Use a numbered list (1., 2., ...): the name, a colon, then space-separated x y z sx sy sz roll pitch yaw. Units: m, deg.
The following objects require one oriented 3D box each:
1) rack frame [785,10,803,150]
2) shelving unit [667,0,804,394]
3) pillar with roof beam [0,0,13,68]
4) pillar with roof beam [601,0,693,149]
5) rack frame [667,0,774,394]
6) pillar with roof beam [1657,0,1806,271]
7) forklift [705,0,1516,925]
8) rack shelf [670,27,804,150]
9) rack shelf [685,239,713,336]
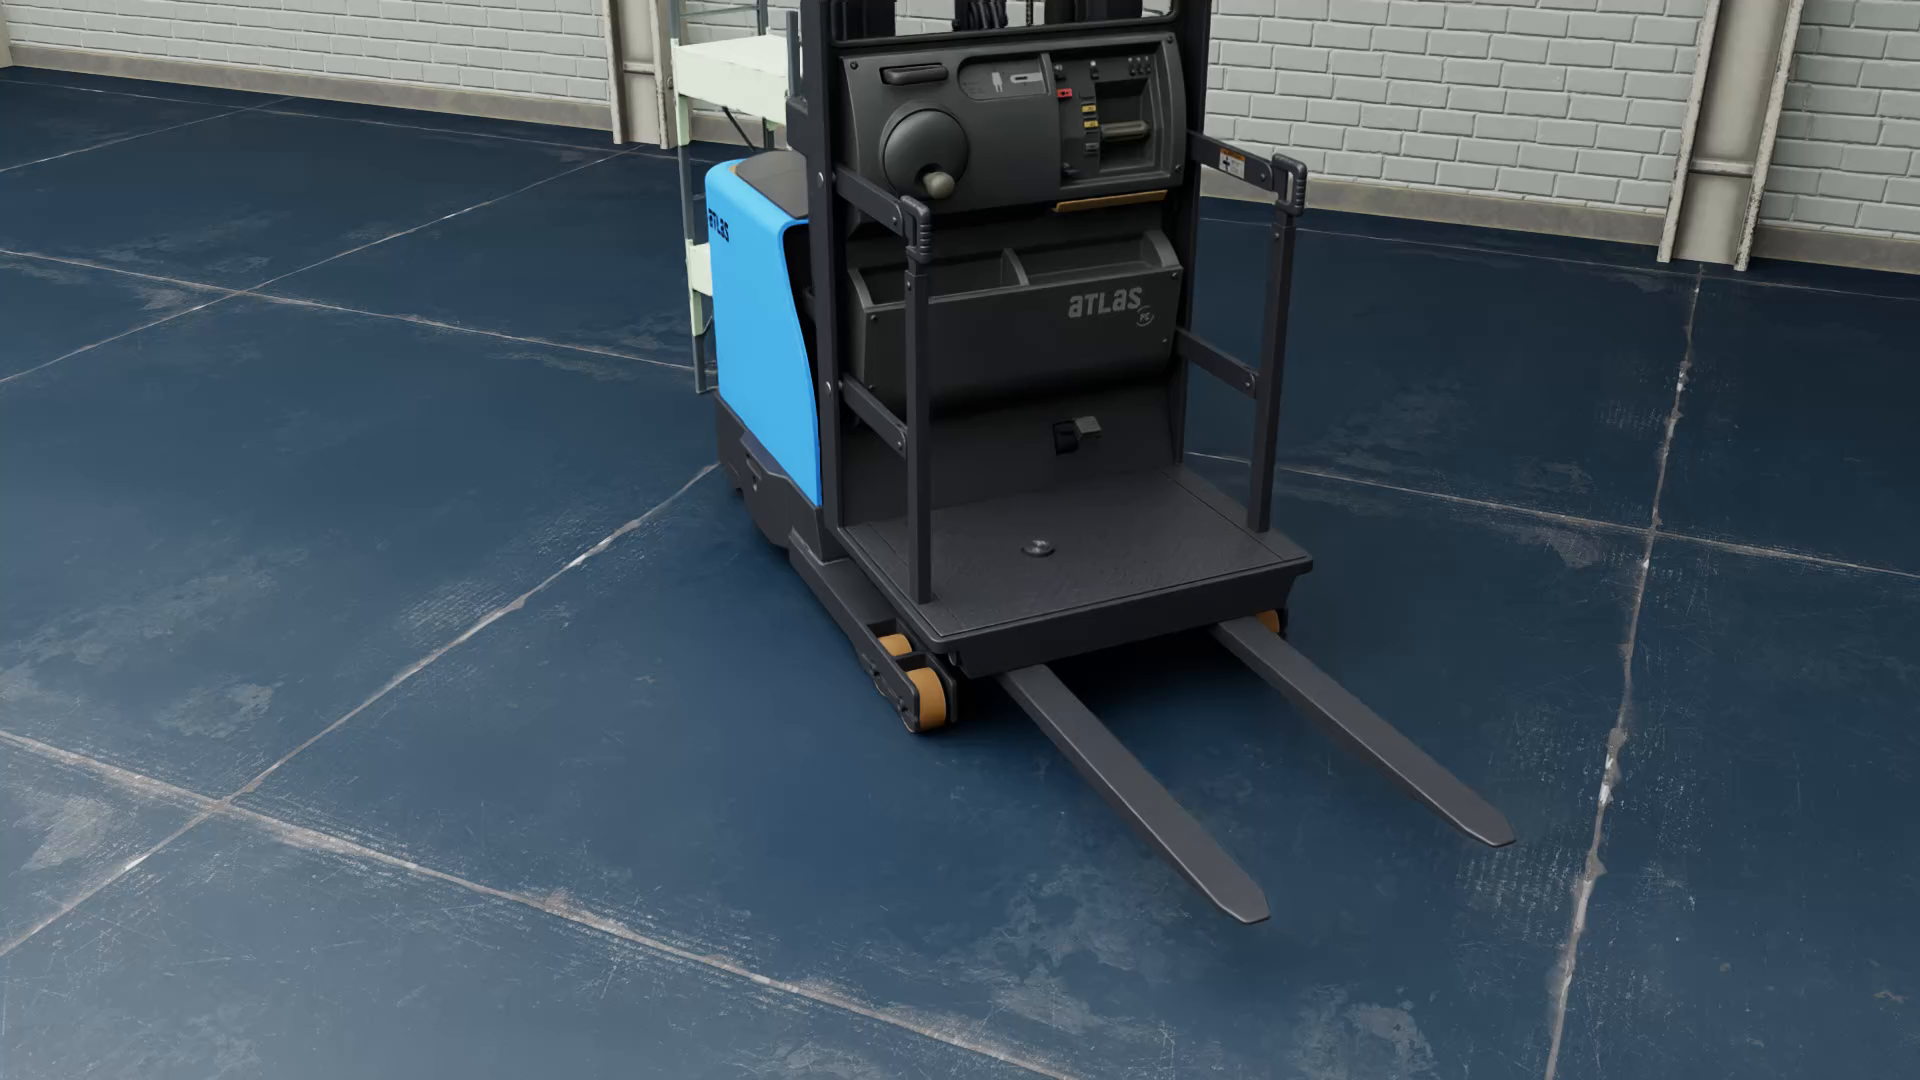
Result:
1. rack frame: -0.389 -1.044 5.672 0.400 1.500 0.023 -20 33 -35
2. shelving unit: -0.622 -1.168 5.925 0.431 1.500 0.755 -20 33 -35
3. pillar with roof beam: -9.125 -5.861 6.967 0.400 9.000 9.100 11 28 22
4. pillar with roof beam: -3.663 -4.764 4.738 0.400 9.000 9.100 11 28 22
5. rack frame: -0.856 -1.293 6.178 0.400 1.500 0.023 -20 33 -35
6. pillar with roof beam: 1.799 -3.667 2.510 0.400 9.000 9.100 11 28 22
7. forklift: 0.244 -1.040 4.043 1.130 2.935 3.031 -11 28 -21
8. rack shelf: -0.622 -1.518 5.752 0.431 0.370 0.720 -20 33 -35
9. rack shelf: -0.622 -0.876 6.069 0.431 0.370 0.720 -20 33 -35
